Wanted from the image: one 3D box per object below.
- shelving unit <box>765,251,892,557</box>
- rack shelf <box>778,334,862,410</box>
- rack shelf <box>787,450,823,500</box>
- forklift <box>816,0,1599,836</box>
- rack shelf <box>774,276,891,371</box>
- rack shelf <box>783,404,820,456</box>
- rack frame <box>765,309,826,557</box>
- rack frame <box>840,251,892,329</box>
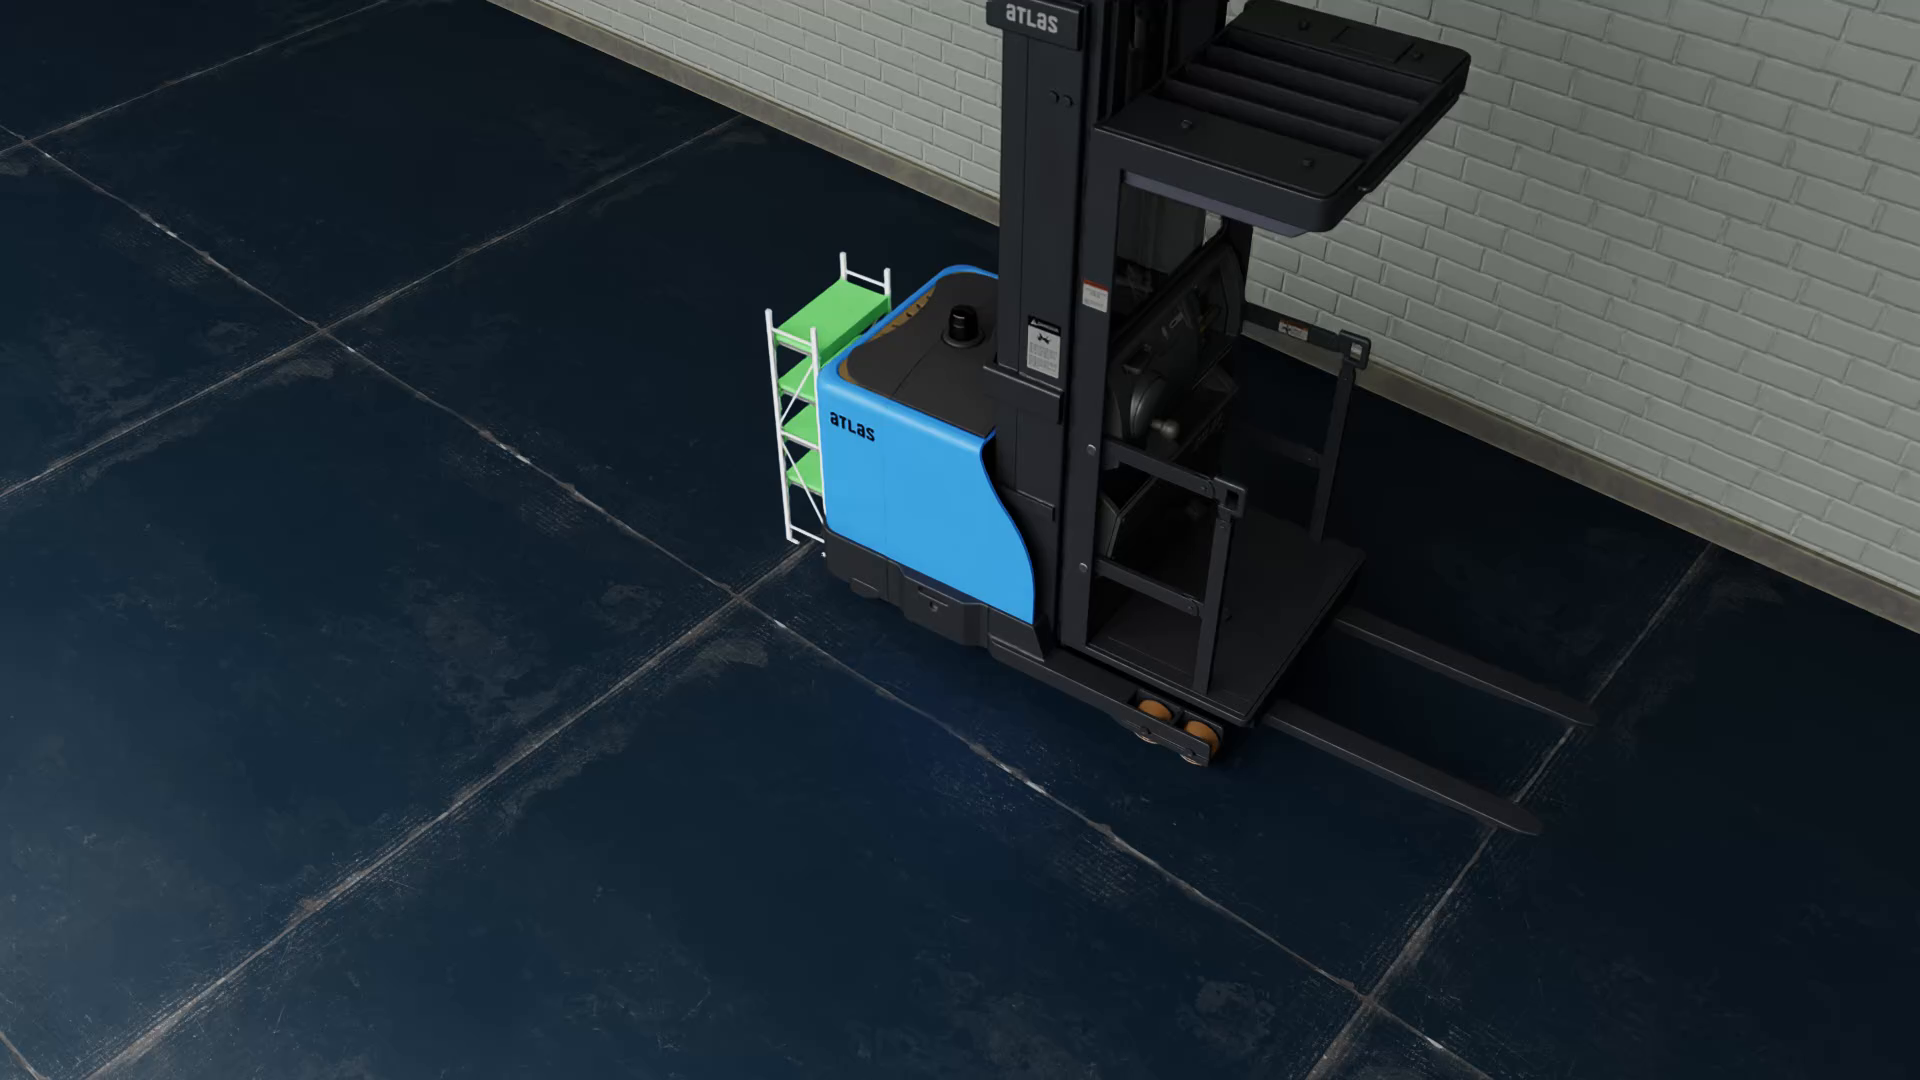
[{"bbox_3d":[-0.517,-0.544,6.956,0.258,1.200,0.503,24,47,24],"label":"shelving unit"},{"bbox_3d":[-0.517,-0.674,6.837,0.258,0.148,0.480,24,47,24],"label":"rack shelf"},{"bbox_3d":[-0.517,-0.319,7.160,0.258,0.148,0.480,24,47,24],"label":"rack shelf"},{"bbox_3d":[0.941,-0.643,5.778,3.031,2.935,1.130,24,48,24],"label":"forklift"},{"bbox_3d":[-0.517,-0.851,6.676,0.258,0.148,0.480,24,47,24],"label":"rack shelf"},{"bbox_3d":[-0.517,-0.496,6.999,0.258,0.148,0.480,24,47,24],"label":"rack shelf"},{"bbox_3d":[-0.651,-0.406,6.805,0.240,1.200,0.015,24,47,24],"label":"rack frame"},{"bbox_3d":[-0.383,-0.681,7.107,0.240,1.200,0.015,24,47,24],"label":"rack frame"}]
